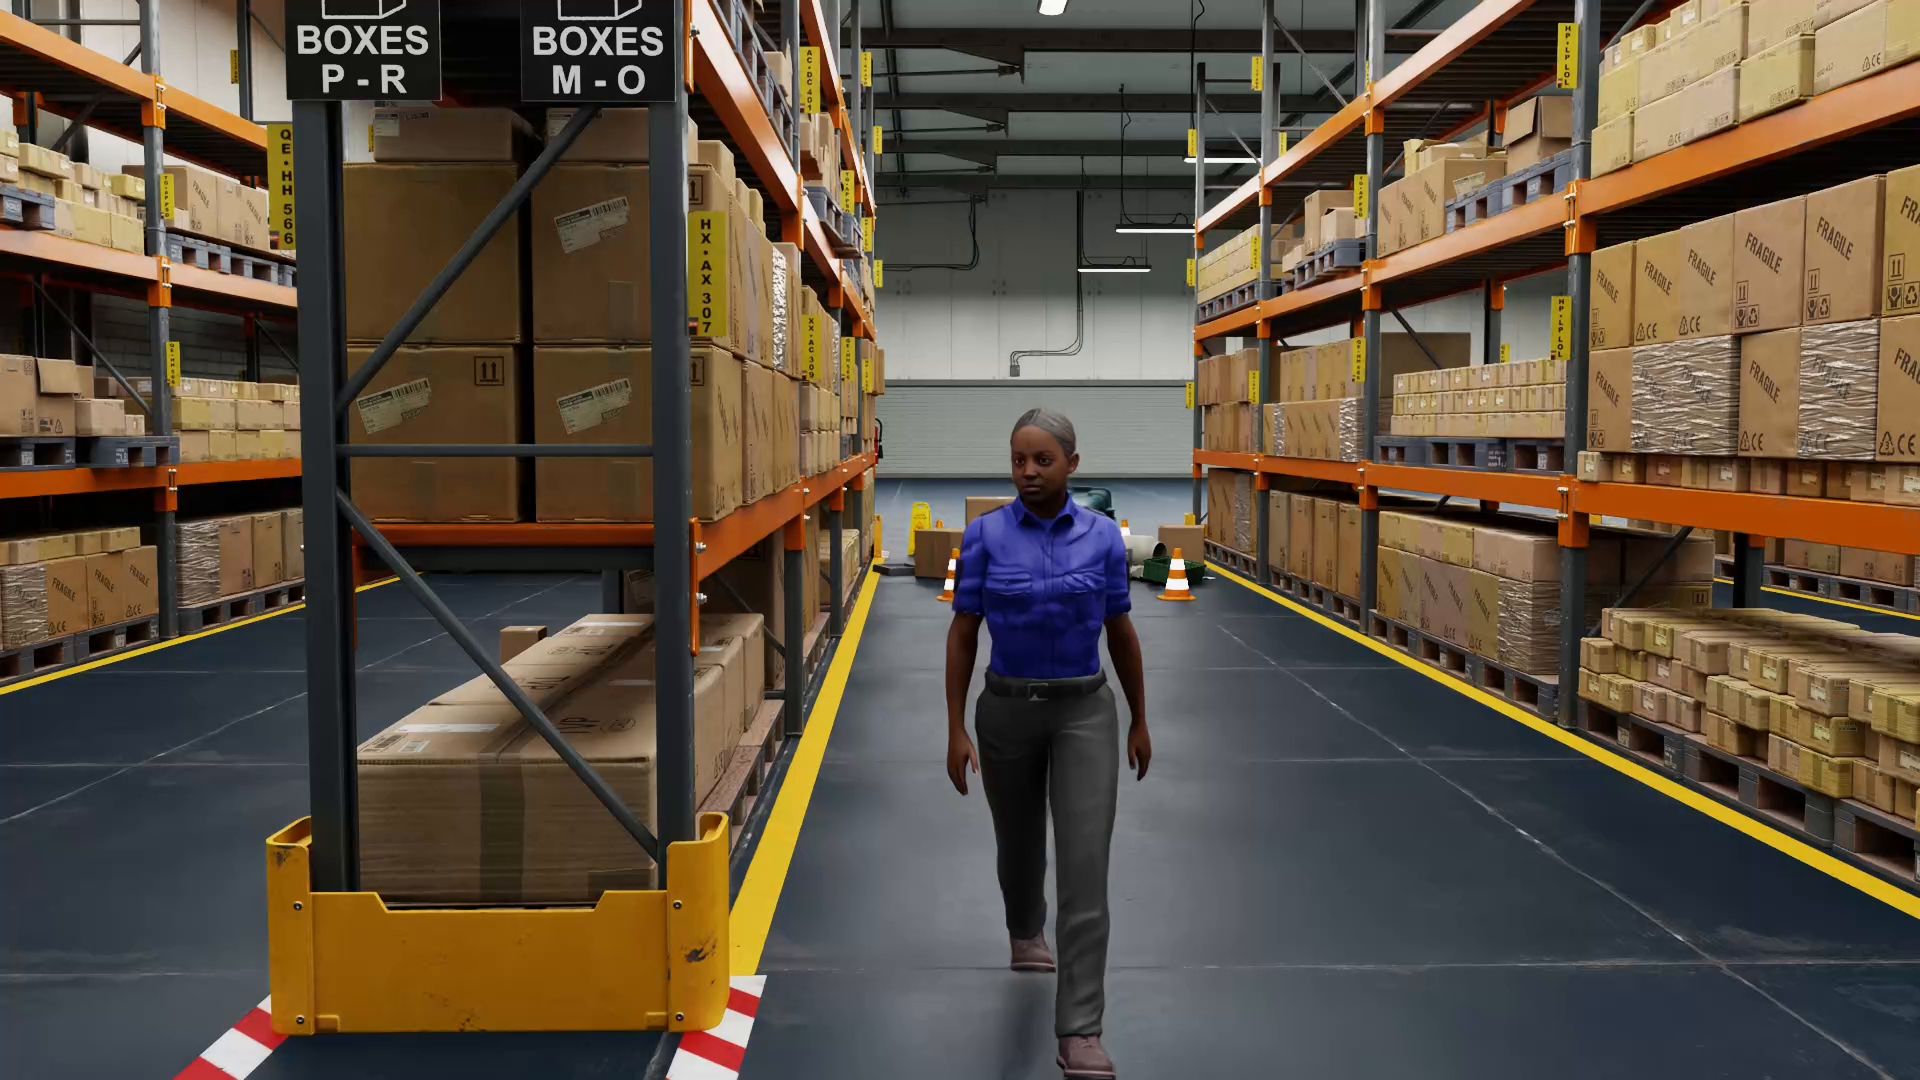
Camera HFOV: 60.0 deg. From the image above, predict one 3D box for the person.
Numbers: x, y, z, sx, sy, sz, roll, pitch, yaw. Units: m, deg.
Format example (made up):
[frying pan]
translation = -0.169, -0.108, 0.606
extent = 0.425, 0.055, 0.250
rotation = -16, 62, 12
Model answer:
[person]
translation = 0.229, 0.464, 4.253
extent = 0.532, 1.605, 1.022
rotation = 0, 4, 4
